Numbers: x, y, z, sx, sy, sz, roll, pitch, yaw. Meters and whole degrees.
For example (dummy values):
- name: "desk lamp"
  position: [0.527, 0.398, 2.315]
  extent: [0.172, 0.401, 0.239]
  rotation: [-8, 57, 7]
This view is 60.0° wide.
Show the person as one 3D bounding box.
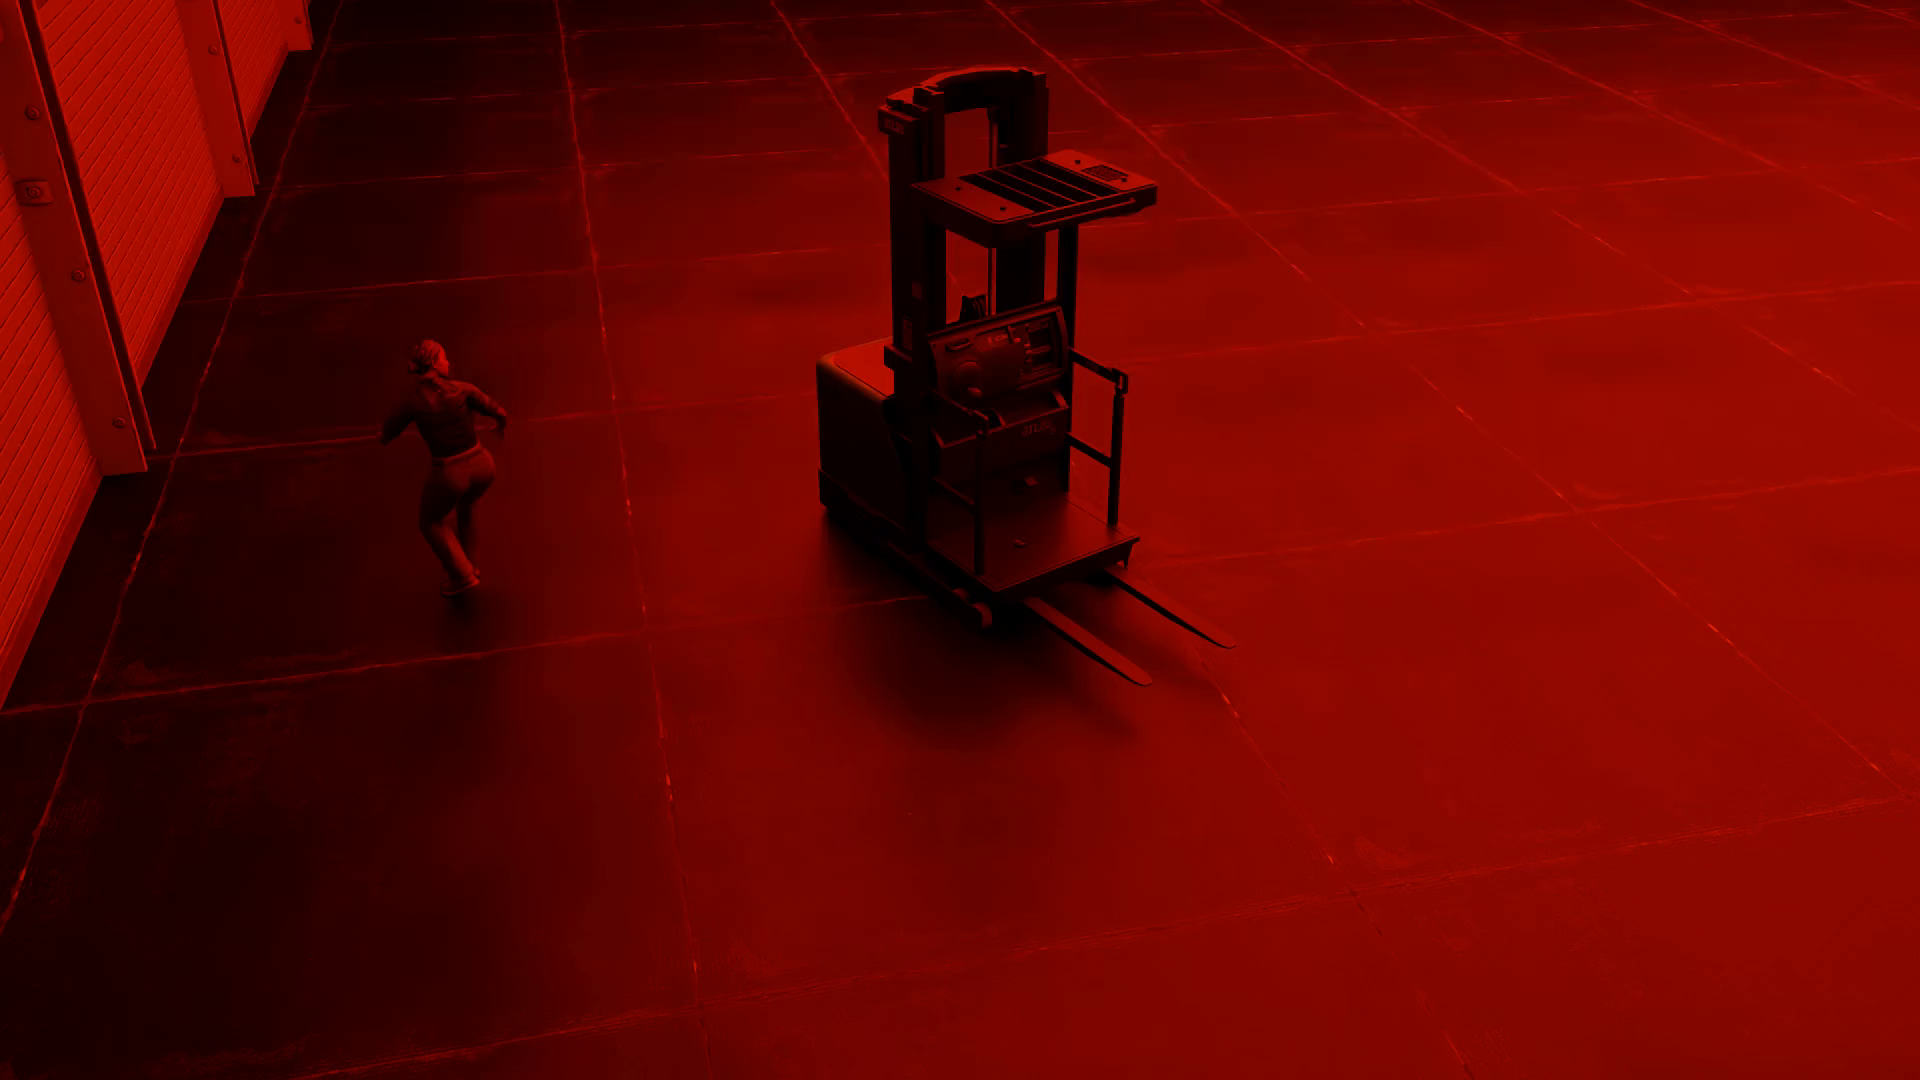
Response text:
- name: "person"
  position: [-3.001, -0.469, 9.754]
  extent: [0.741, 1.558, 0.712]
  rotation: [-20, 36, -31]

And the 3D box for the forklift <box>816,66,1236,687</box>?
- name: "forklift"
  position: [0.355, -1.021, 9.338]
  extent: [1.130, 2.935, 3.031]
  rotation: [-20, 35, -30]
